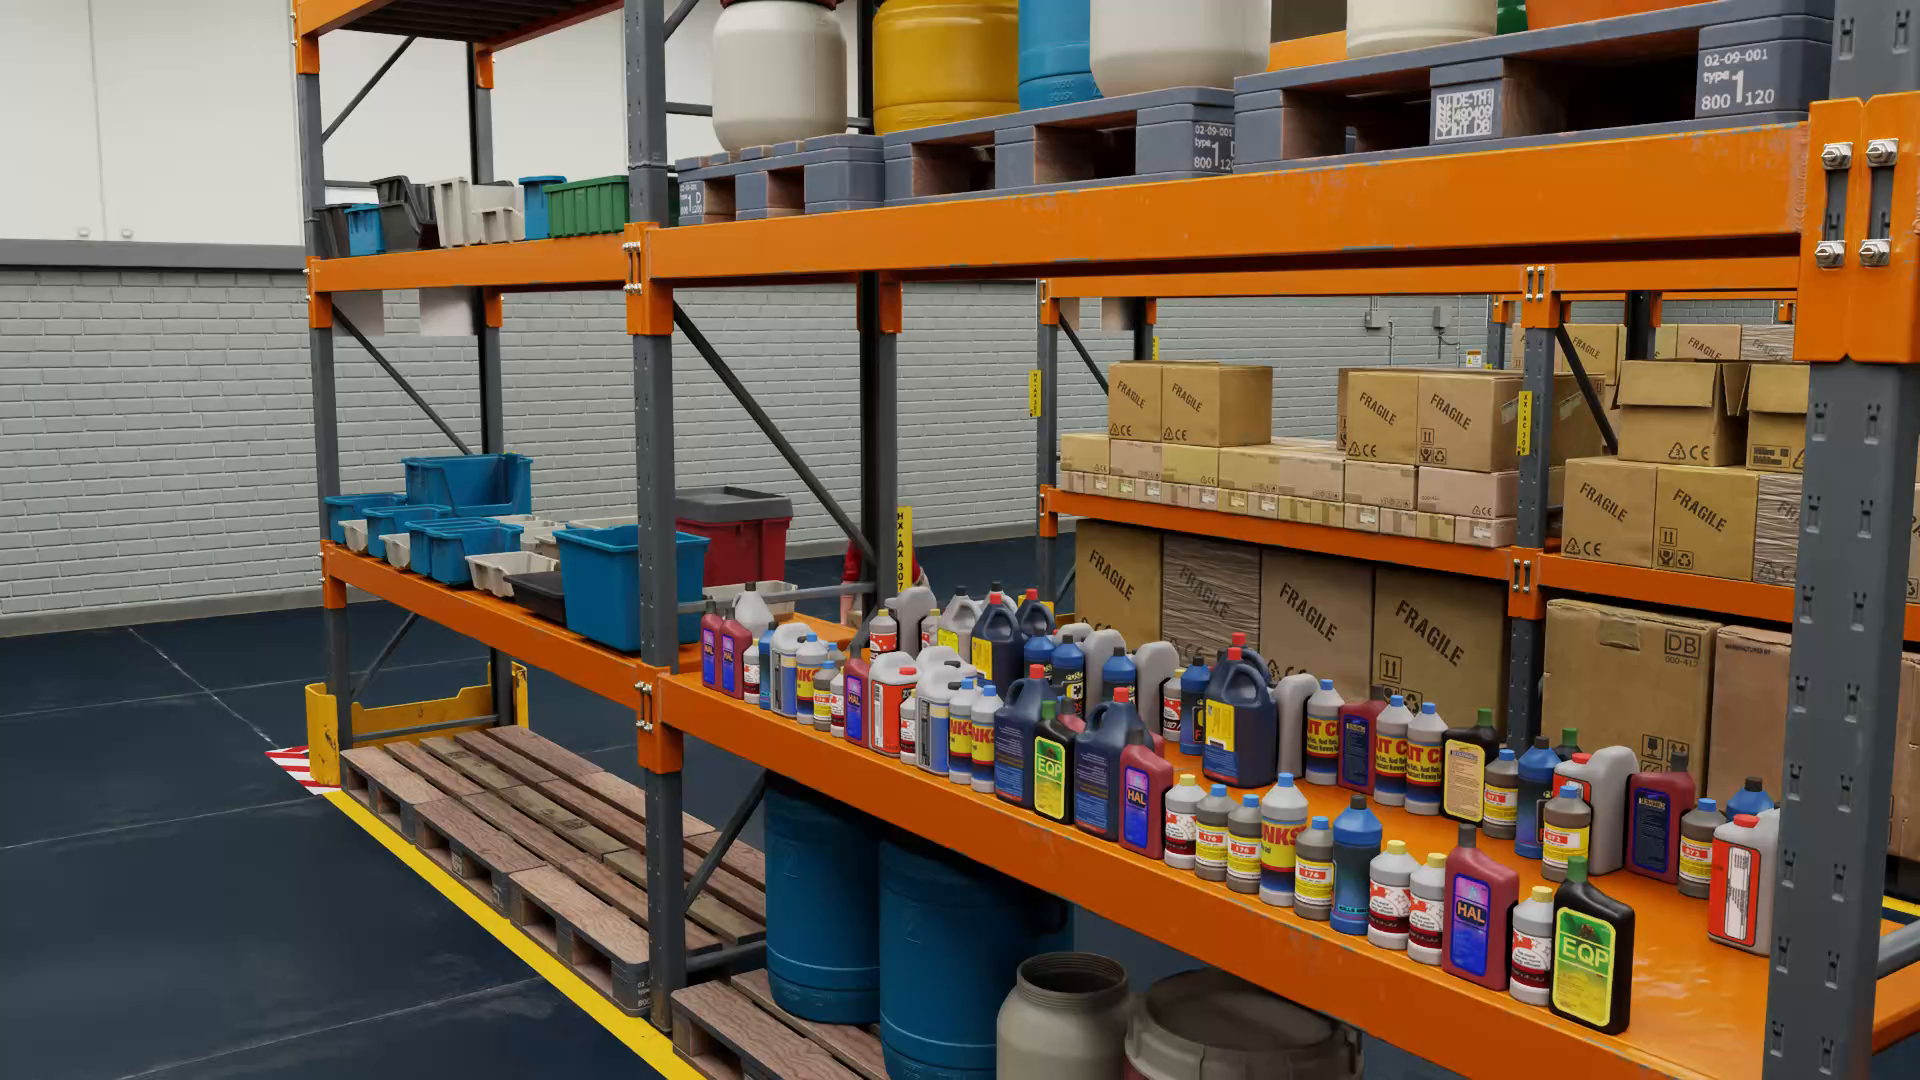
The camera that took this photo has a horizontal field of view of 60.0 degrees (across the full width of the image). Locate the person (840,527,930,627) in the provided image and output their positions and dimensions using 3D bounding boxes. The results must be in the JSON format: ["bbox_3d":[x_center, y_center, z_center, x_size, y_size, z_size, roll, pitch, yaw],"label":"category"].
[{"bbox_3d":[-0.511,0.400,11.820,0.577,1.087,0.824,5,9,31],"label":"person"}]
